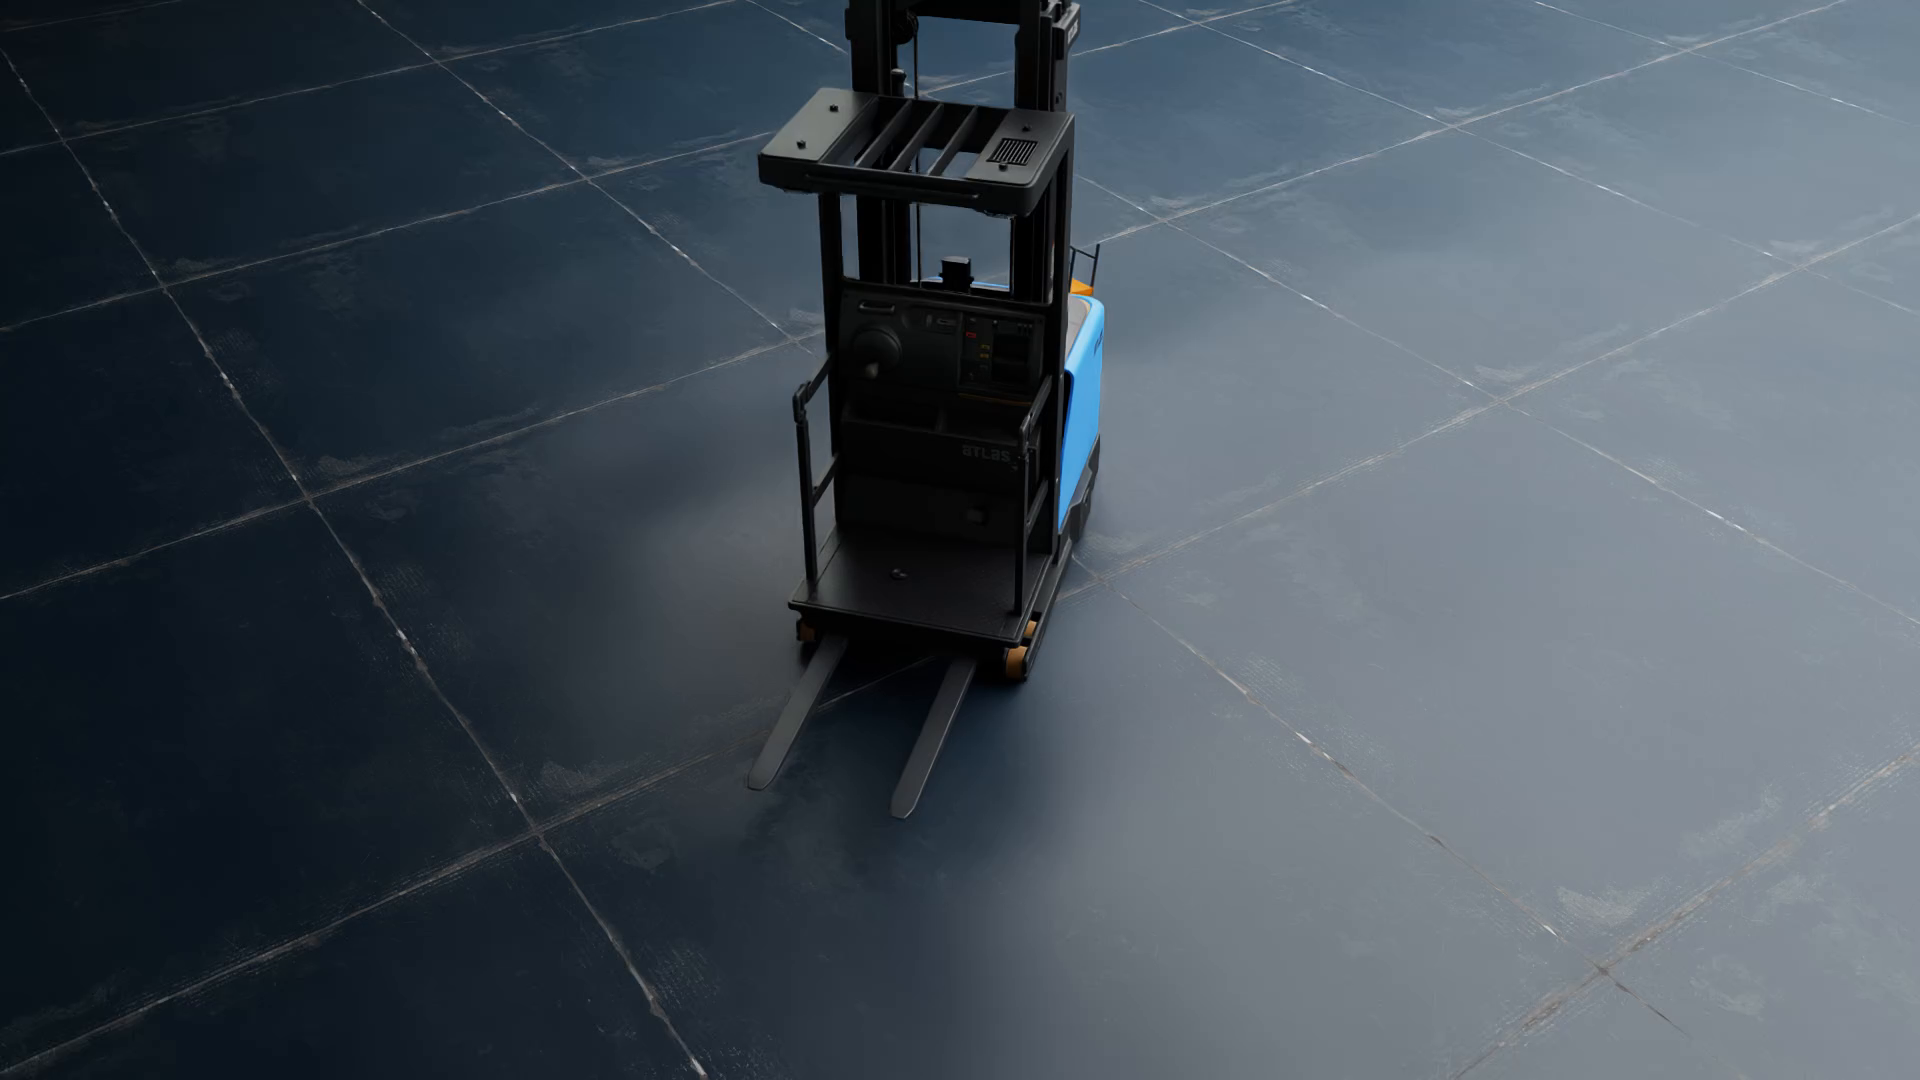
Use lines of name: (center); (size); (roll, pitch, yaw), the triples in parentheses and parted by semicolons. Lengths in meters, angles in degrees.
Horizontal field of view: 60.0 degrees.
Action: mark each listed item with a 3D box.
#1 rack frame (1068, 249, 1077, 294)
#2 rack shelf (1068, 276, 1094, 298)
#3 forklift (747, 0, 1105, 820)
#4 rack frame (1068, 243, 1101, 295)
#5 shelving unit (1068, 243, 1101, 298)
rack frame: (0.451, -1.027, 8.927); (0.006, 1.200, 0.240); (-20, 40, -39)
rack shelf: (0.552, -1.324, 8.829); (0.180, 0.103, 0.258); (-20, 40, -39)
forklift: (-0.139, -0.798, 7.163); (1.130, 2.935, 3.031); (9, 37, 13)
rack frame: (0.584, -1.076, 9.043); (0.006, 1.200, 0.240); (-20, 40, -39)
shelving unit: (0.517, -1.052, 8.985); (0.189, 1.200, 0.258); (-20, 40, -39)
